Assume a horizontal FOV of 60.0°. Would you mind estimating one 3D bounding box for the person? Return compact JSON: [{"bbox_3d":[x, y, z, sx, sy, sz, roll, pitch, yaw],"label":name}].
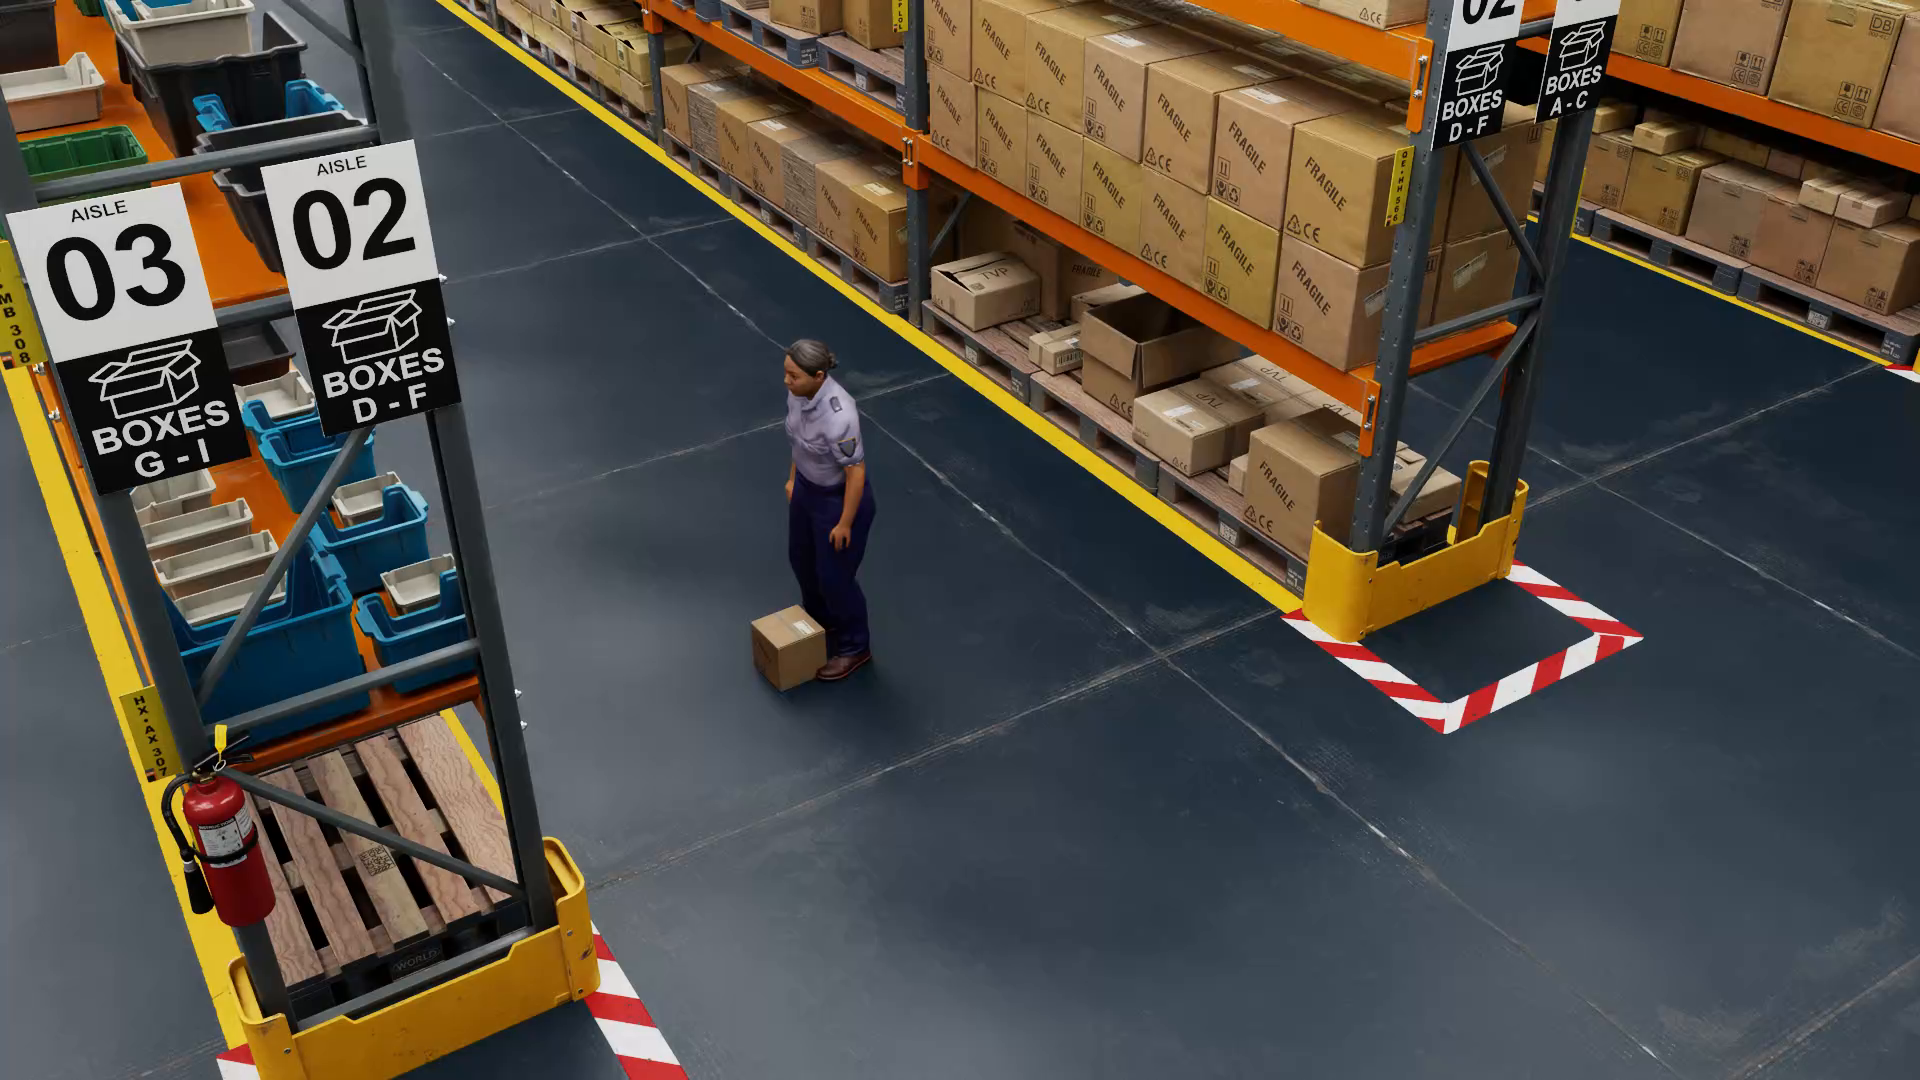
[{"bbox_3d":[-0.598,-0.167,7.407,0.370,1.648,0.539,-19,37,-27],"label":"person"}]
